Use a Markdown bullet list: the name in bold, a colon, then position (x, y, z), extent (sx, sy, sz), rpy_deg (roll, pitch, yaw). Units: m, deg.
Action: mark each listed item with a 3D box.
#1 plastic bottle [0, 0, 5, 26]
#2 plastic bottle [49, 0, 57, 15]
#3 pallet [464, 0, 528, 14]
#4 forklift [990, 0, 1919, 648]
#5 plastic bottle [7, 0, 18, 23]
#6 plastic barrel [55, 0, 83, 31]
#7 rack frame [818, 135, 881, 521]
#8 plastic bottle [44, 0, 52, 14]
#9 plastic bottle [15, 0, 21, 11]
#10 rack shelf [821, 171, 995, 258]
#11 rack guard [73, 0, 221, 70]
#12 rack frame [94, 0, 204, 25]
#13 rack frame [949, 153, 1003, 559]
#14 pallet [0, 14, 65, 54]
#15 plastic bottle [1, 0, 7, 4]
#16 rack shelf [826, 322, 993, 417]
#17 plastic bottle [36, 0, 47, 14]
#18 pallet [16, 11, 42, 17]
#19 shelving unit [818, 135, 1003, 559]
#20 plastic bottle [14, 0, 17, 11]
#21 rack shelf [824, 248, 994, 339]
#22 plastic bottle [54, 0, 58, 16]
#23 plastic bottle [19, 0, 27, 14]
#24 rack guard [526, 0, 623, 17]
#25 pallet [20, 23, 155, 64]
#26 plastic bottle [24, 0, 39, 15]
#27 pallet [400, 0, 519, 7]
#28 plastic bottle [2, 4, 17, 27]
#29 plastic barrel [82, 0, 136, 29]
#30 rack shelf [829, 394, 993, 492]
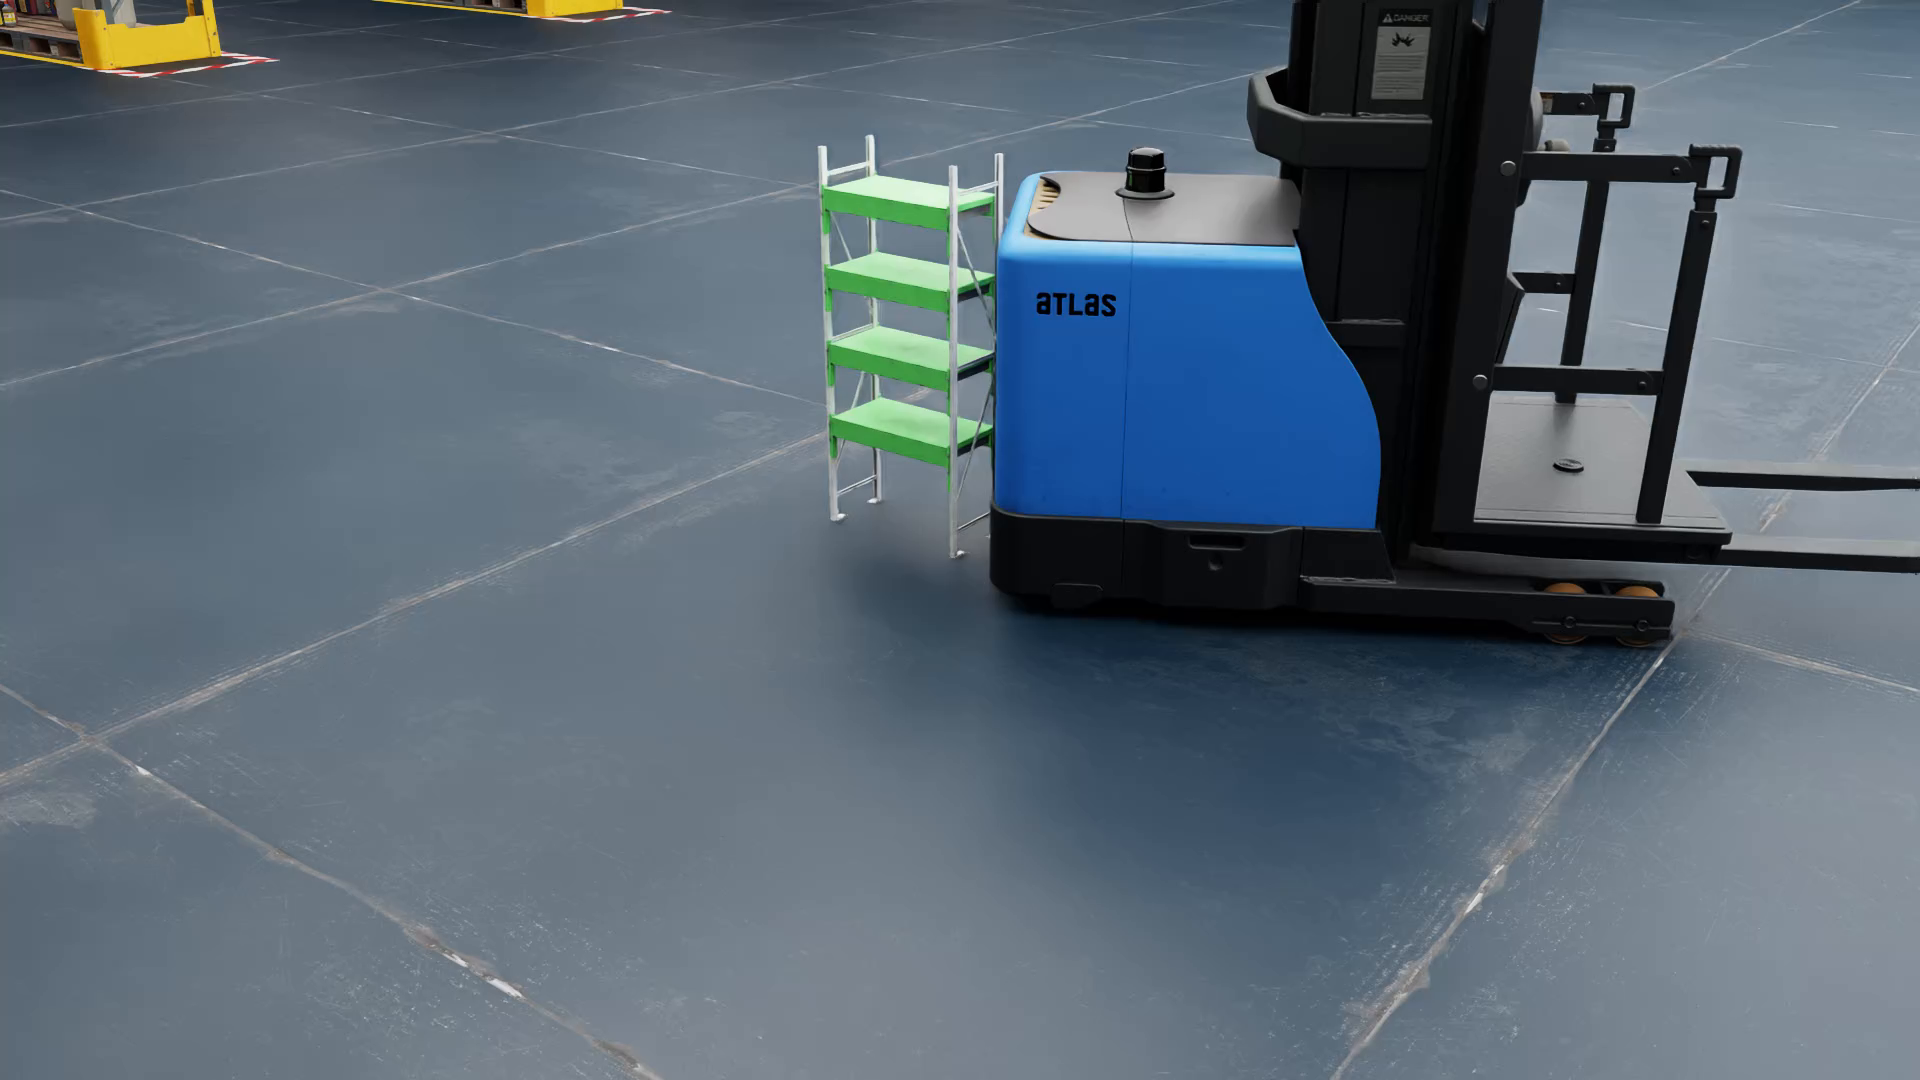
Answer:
- **plastic bottle**: position (-9.091, -5.020, 15.746), extent (0.133, 0.283, 0.061), rpy_deg (18, 29, 35)
- **plastic bottle**: position (-9.035, -5.384, 16.589), extent (0.097, 0.271, 0.097), rpy_deg (0, 24, 0)
- **pallet**: position (-4.973, -6.285, 19.252), extent (1.213, 0.211, 1.003), rpy_deg (17, 29, 33)
- **forklift**: position (1.638, -1.271, 4.499), extent (3.031, 2.935, 1.130), rpy_deg (2, 24, 6)
- **plastic bottle**: position (-9.109, -5.102, 15.932), extent (0.133, 0.283, 0.061), rpy_deg (17, 29, 33)
- **plastic barrel**: position (-8.228, -5.046, 15.547), extent (0.421, 0.512, 0.421), rpy_deg (0, 24, 0)
- **rack frame**: position (-0.342, -0.649, 5.235), extent (0.015, 1.200, 0.240), rpy_deg (17, 29, 34)
- **plastic bottle**: position (-9.116, -5.377, 16.659), extent (0.097, 0.201, 0.097), rpy_deg (0, 24, 0)
- **plastic bottle**: position (-9.613, -5.584, 16.943), extent (0.185, 0.351, 0.144), rpy_deg (15, 28, 31)
- **rack shelf**: position (-0.147, -0.970, 4.933), extent (0.480, 0.148, 0.258), rpy_deg (17, 29, 34)
- **rack guard**: position (-7.343, -4.596, 15.061), extent (0.348, 0.500, 1.175), rpy_deg (17, 29, 33)
- **rack frame**: position (-7.254, -5.737, 14.550), extent (0.127, 3.000, 1.000), rpy_deg (17, 29, 33)
- **rack frame**: position (0.047, -0.530, 4.965), extent (0.015, 1.200, 0.240), rpy_deg (17, 29, 34)
- **pallet**: position (-8.962, -4.957, 16.239), extent (1.213, 0.211, 1.003), rpy_deg (17, 29, 33)
- **plastic bottle**: position (-9.172, -5.064, 15.855), extent (0.135, 0.276, 0.152), rpy_deg (17, 29, 34)
- **rack shelf**: position (-0.147, -0.531, 5.126), extent (0.480, 0.148, 0.258), rpy_deg (17, 29, 34)
- **plastic bottle**: position (-9.227, -5.431, 16.688), extent (0.135, 0.276, 0.152), rpy_deg (17, 29, 34)
- **pallet**: position (-9.943, -5.252, 16.908), extent (1.213, 0.211, 1.003), rpy_deg (17, 29, 33)
- **shelving unit**: position (-0.147, -0.590, 5.100), extent (0.503, 1.200, 0.258), rpy_deg (17, 29, 34)
- **plastic bottle**: position (-9.682, -5.496, 16.836), extent (0.135, 0.276, 0.152), rpy_deg (17, 29, 33)
- **rack shelf**: position (-0.147, -0.751, 5.029), extent (0.480, 0.148, 0.258), rpy_deg (17, 29, 34)
- **plastic bottle**: position (-8.952, -5.327, 16.546), extent (0.097, 0.201, 0.097), rpy_deg (0, 24, 0)
- **plastic bottle**: position (-9.396, -5.436, 16.690), extent (0.133, 0.283, 0.061), rpy_deg (17, 29, 33)
- **rack guard**: position (-4.345, -6.209, 18.722), extent (0.348, 0.500, 1.175), rpy_deg (17, 29, 33)
- **pallet**: position (-7.990, -4.662, 15.569), extent (1.213, 0.211, 1.003), rpy_deg (17, 29, 33)
- **plastic bottle**: position (-9.291, -5.400, 16.609), extent (0.133, 0.283, 0.061), rpy_deg (17, 29, 33)
- **pallet**: position (-5.945, -6.580, 19.922), extent (1.213, 0.211, 1.003), rpy_deg (17, 29, 33)
- **plastic bottle**: position (-8.987, -4.960, 15.712), extent (0.097, 0.201, 0.097), rpy_deg (0, 24, 0)
- **plastic barrel**: position (-7.827, -4.925, 15.272), extent (0.421, 0.512, 0.421), rpy_deg (0, 24, 0)
- **rack shelf**: position (-0.147, -0.312, 5.223), extent (0.480, 0.148, 0.258), rpy_deg (17, 29, 34)
